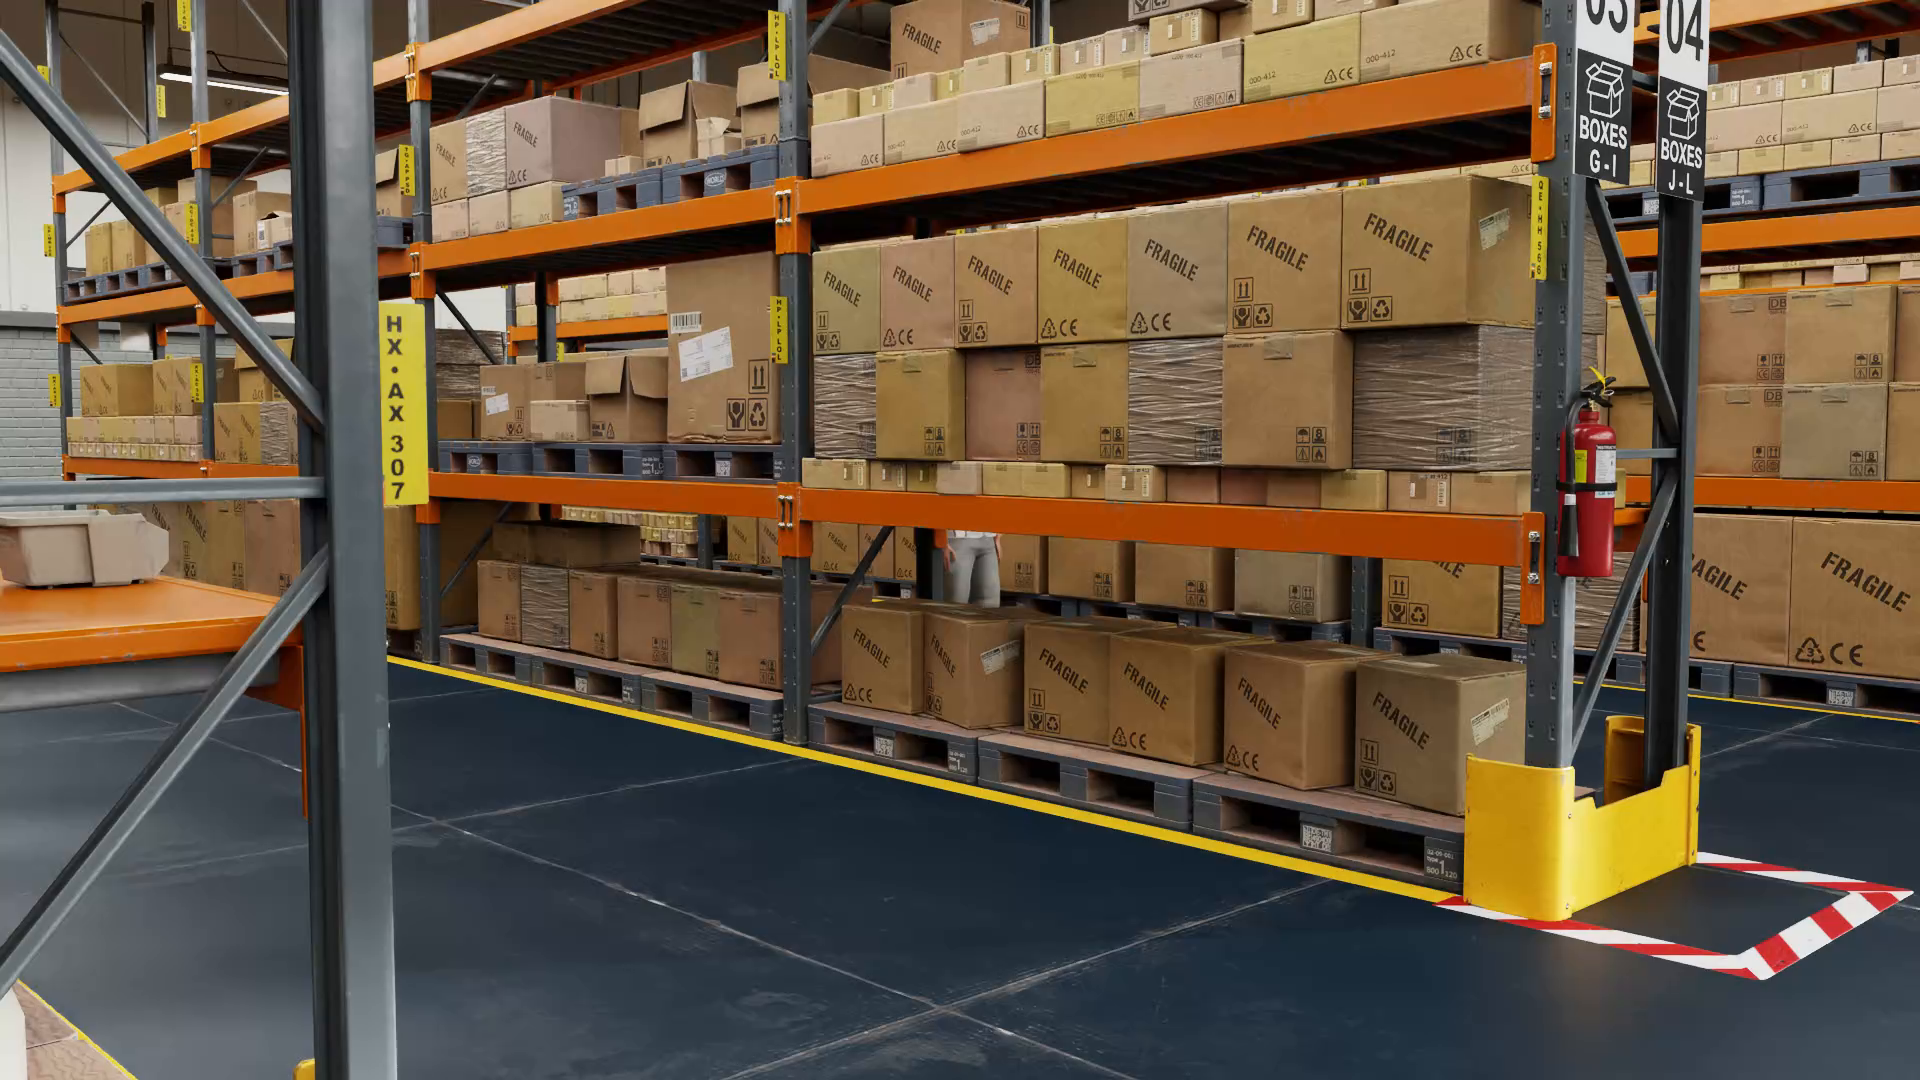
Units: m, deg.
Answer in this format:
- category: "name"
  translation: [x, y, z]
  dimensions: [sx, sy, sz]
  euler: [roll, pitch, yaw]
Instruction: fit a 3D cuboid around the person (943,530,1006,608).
- category: "person"
  translation: [0.048, 0.023, 10.362]
  dimensions: [0.442, 1.749, 0.606]
  euler: [4, 5, 43]
